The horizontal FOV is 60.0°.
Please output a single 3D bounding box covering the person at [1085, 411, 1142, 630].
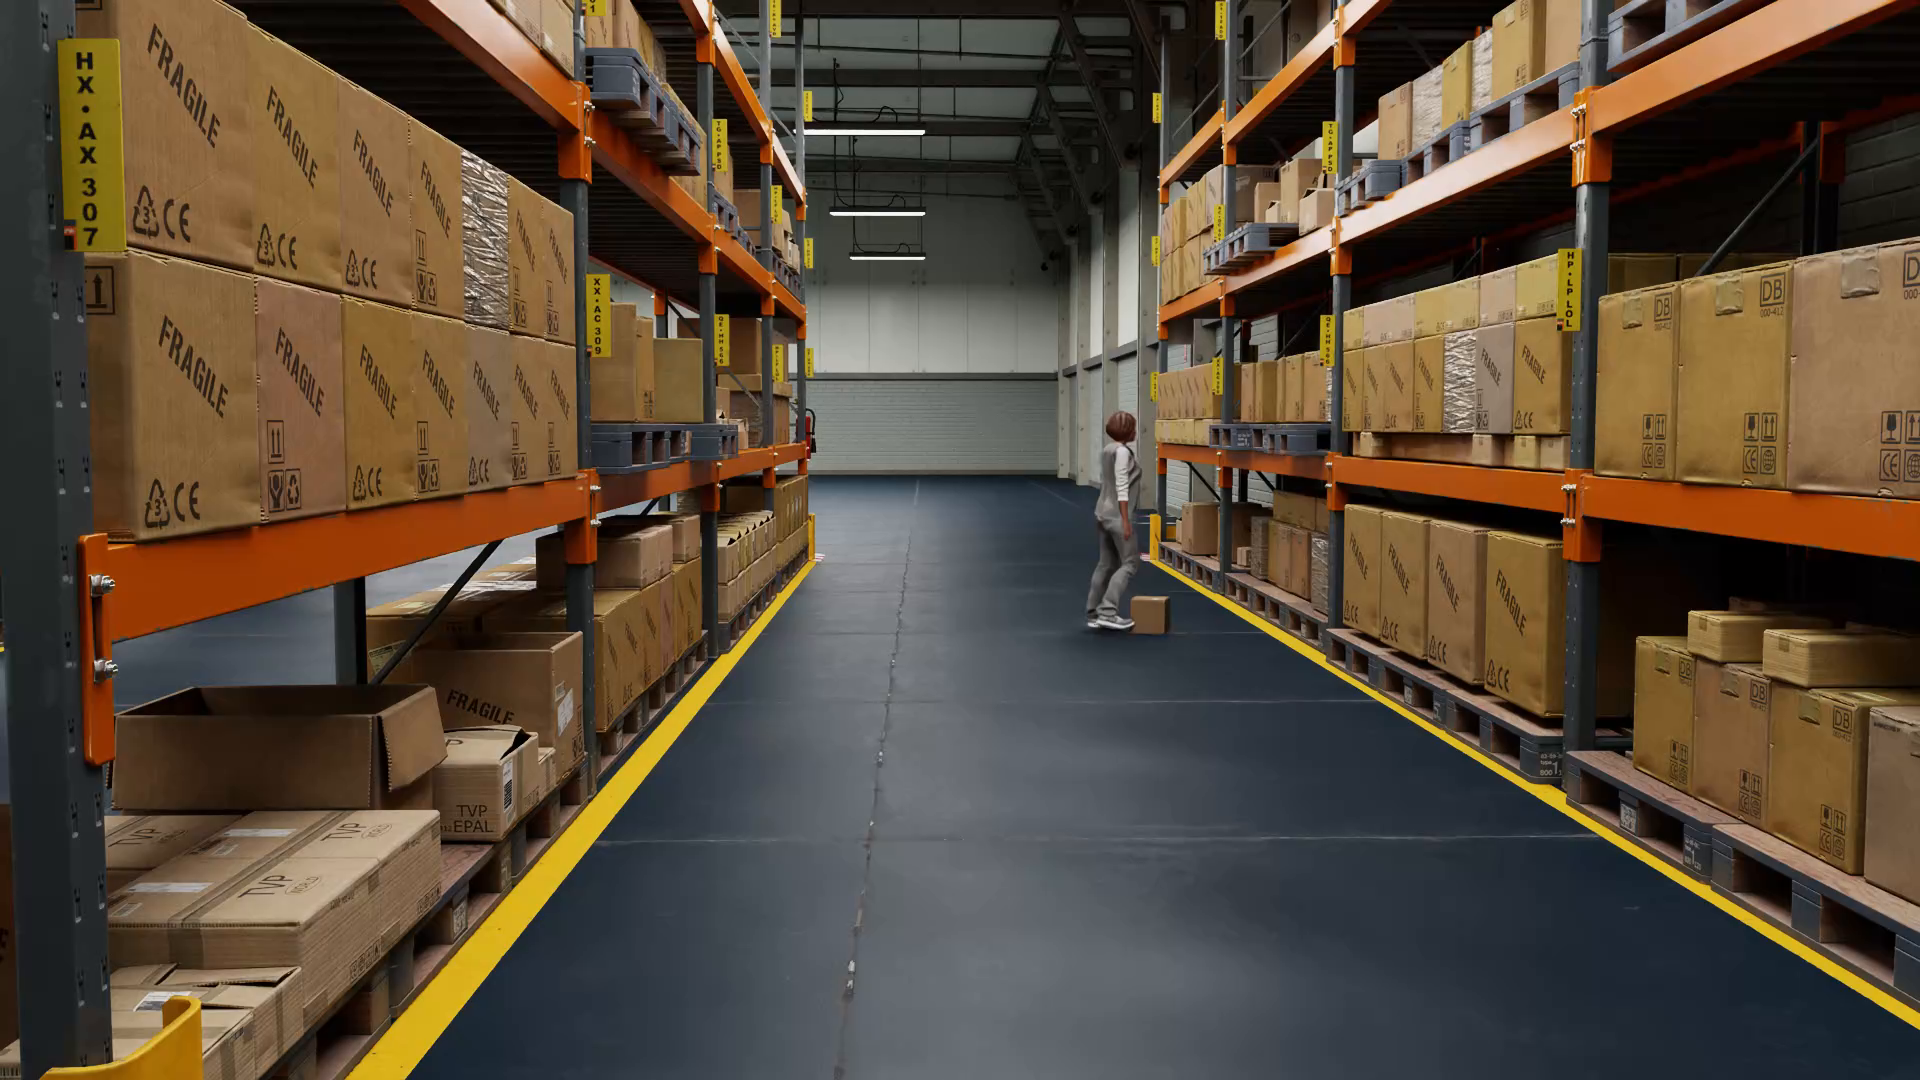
[{"bbox_3d":[1.113,-0.134,12.076,0.392,1.597,0.438,-1,4,-11],"label":"person"}]
